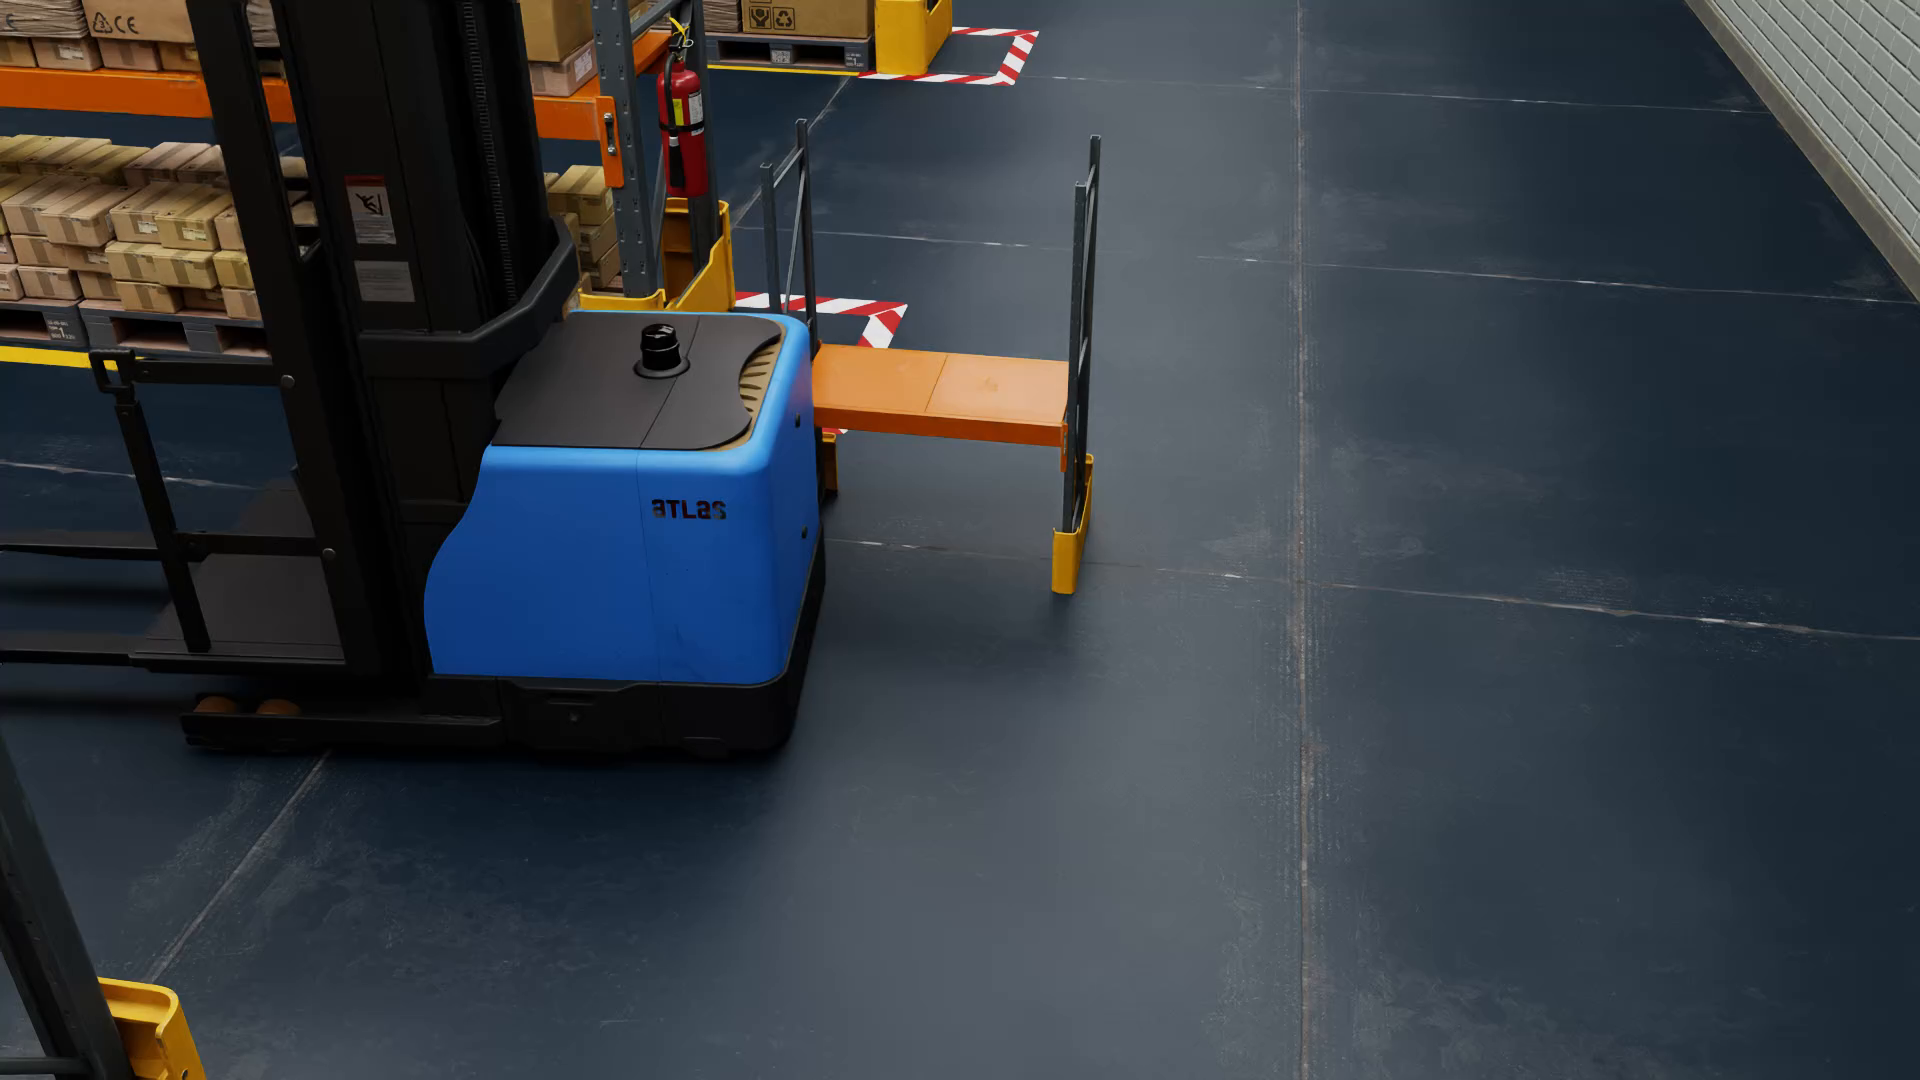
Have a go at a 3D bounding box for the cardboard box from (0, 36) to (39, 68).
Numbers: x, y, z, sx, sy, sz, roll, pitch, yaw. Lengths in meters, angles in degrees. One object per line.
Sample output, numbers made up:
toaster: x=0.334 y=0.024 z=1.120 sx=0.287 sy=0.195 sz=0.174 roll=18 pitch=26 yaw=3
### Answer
cardboard box: x=-3.948 y=-2.143 z=7.083 sx=0.250 sy=0.149 sz=0.380 roll=6 pitch=33 yaw=9

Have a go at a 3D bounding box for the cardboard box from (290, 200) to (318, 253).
cardboard box: x=-2.871 y=-1.350 z=7.310 sx=0.250 sy=0.149 sz=0.380 roll=6 pitch=33 yaw=10

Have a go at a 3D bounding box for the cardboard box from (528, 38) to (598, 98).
cardboard box: x=-1.642 y=-1.928 z=6.740 sx=0.250 sy=0.149 sz=0.380 roll=5 pitch=32 yaw=8

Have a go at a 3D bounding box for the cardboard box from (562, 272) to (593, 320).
cardboard box: x=-1.827 y=-1.061 z=7.409 sx=0.250 sy=0.149 sz=0.380 roll=6 pitch=32 yaw=9

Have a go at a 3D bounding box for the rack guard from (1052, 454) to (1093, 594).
rack guard: x=0.416 y=-0.068 z=6.124 sx=0.087 sy=0.250 sz=0.587 roll=5 pitch=32 yaw=8

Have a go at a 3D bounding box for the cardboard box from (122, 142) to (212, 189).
cardboard box: x=-3.791 y=-1.776 z=7.991 sx=0.250 sy=0.149 sz=0.380 roll=4 pitch=32 yaw=6

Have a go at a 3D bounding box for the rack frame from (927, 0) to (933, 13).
rack frame: x=-0.339 y=-4.738 z=10.993 sx=0.127 sy=3.000 sz=1.000 roll=5 pitch=32 yaw=8

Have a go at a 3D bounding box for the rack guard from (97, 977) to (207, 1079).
rack guard: x=-1.982 y=1.506 z=3.372 sx=0.348 sy=0.500 sz=1.175 roll=5 pitch=32 yaw=8

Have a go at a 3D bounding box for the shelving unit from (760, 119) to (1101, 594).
shelving unit: x=-0.075 y=-0.643 z=5.863 sx=1.083 sy=1.500 sz=0.587 roll=5 pitch=32 yaw=8

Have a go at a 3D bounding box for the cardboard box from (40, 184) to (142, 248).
cardboard box: x=-3.894 y=-1.464 z=7.492 sx=0.250 sy=0.149 sz=0.380 roll=6 pitch=33 yaw=9

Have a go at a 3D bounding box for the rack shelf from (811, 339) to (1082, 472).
rack shelf: x=-0.084 y=-0.491 z=5.960 sx=1.000 sy=0.185 sz=0.538 roll=5 pitch=32 yaw=8

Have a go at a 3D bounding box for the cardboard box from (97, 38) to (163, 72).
cardboard box: x=-3.413 y=-2.116 z=7.039 sx=0.250 sy=0.149 sz=0.380 roll=6 pitch=33 yaw=10

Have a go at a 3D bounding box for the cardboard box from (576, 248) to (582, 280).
cardboard box: x=-1.841 y=-1.147 z=7.266 sx=0.250 sy=0.149 sz=0.380 roll=4 pitch=32 yaw=7

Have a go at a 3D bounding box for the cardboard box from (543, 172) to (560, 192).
cardboard box: x=-2.024 y=-1.561 z=7.647 sx=0.250 sy=0.149 sz=0.380 roll=6 pitch=33 yaw=9

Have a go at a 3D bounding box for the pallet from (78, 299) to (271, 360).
pallet: x=-3.342 y=-1.179 z=7.935 sx=1.213 sy=0.211 sz=1.003 roll=5 pitch=32 yaw=8

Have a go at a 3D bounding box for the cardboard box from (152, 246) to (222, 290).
cardboard box: x=-3.392 y=-1.274 z=7.470 sx=0.250 sy=0.149 sz=0.380 roll=5 pitch=32 yaw=9

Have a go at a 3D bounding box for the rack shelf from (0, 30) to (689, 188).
rack shelf: x=-3.244 y=-2.027 z=7.339 sx=4.000 sy=0.370 sz=1.077 roll=5 pitch=32 yaw=8

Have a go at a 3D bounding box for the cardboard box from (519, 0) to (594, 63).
cardboard box: x=-1.759 y=-2.227 z=6.606 sx=0.500 sy=0.500 sz=0.500 roll=6 pitch=33 yaw=9

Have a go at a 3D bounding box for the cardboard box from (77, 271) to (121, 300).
cardboard box: x=-3.865 y=-1.258 z=7.724 sx=0.250 sy=0.149 sz=0.380 roll=4 pitch=32 yaw=6

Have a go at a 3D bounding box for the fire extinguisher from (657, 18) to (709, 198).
fire extinguisher: x=-1.102 y=-1.698 z=6.561 sx=0.183 sy=0.674 sz=0.296 roll=5 pitch=32 yaw=8

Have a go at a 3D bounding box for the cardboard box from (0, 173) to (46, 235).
cardboard box: x=-4.392 y=-1.541 z=7.614 sx=0.250 sy=0.149 sz=0.380 roll=5 pitch=32 yaw=8

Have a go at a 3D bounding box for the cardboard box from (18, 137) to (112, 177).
cardboard box: x=-4.316 y=-1.816 z=8.054 sx=0.250 sy=0.149 sz=0.380 roll=5 pitch=32 yaw=8

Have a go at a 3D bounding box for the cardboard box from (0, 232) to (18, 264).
cardboard box: x=-4.402 y=-1.428 z=7.714 sx=0.250 sy=0.149 sz=0.380 roll=5 pitch=32 yaw=8

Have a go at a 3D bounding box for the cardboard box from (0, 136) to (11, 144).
cardboard box: x=-4.821 y=-1.836 z=8.087 sx=0.250 sy=0.149 sz=0.380 roll=6 pitch=33 yaw=10

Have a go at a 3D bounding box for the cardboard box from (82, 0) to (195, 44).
cardboard box: x=-3.257 y=-2.366 z=6.828 sx=0.500 sy=0.500 sz=0.500 roll=7 pitch=33 yaw=11

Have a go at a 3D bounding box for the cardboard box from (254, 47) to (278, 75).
cardboard box: x=-2.897 y=-2.089 z=6.997 sx=0.250 sy=0.149 sz=0.380 roll=4 pitch=32 yaw=6

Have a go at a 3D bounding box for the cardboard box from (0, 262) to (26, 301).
cardboard box: x=-4.395 y=-1.261 z=7.728 sx=0.250 sy=0.149 sz=0.380 roll=5 pitch=32 yaw=8

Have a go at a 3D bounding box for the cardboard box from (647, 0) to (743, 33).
cardboard box: x=-1.880 y=-4.112 z=11.599 sx=0.875 sy=0.875 sz=0.875 roll=5 pitch=32 yaw=8

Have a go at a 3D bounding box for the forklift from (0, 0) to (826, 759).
forklift: x=-2.010 y=-0.858 z=4.859 sx=3.031 sy=2.935 sz=1.130 roll=2 pitch=32 yaw=3

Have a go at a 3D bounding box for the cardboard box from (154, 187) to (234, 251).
cardboard box: x=-3.375 y=-1.440 z=7.454 sx=0.250 sy=0.149 sz=0.380 roll=5 pitch=32 yaw=8

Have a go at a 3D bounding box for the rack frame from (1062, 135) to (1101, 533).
rack frame: x=0.417 y=-0.598 z=5.792 sx=0.032 sy=1.500 sz=0.500 roll=5 pitch=32 yaw=8

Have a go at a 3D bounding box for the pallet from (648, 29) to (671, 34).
pallet: x=-2.339 y=-3.697 z=11.957 sx=1.213 sy=0.211 sz=1.003 roll=5 pitch=32 yaw=8

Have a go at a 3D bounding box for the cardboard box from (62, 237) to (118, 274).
cardboard box: x=-3.869 y=-1.365 z=7.615 sx=0.250 sy=0.149 sz=0.380 roll=7 pitch=33 yaw=10

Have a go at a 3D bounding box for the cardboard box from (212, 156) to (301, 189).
cardboard box: x=-3.297 y=-1.679 z=7.836 sx=0.250 sy=0.149 sz=0.380 roll=5 pitch=32 yaw=8

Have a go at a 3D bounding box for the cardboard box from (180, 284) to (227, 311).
cardboard box: x=-3.353 y=-1.201 z=7.633 sx=0.250 sy=0.149 sz=0.380 roll=6 pitch=33 yaw=10
